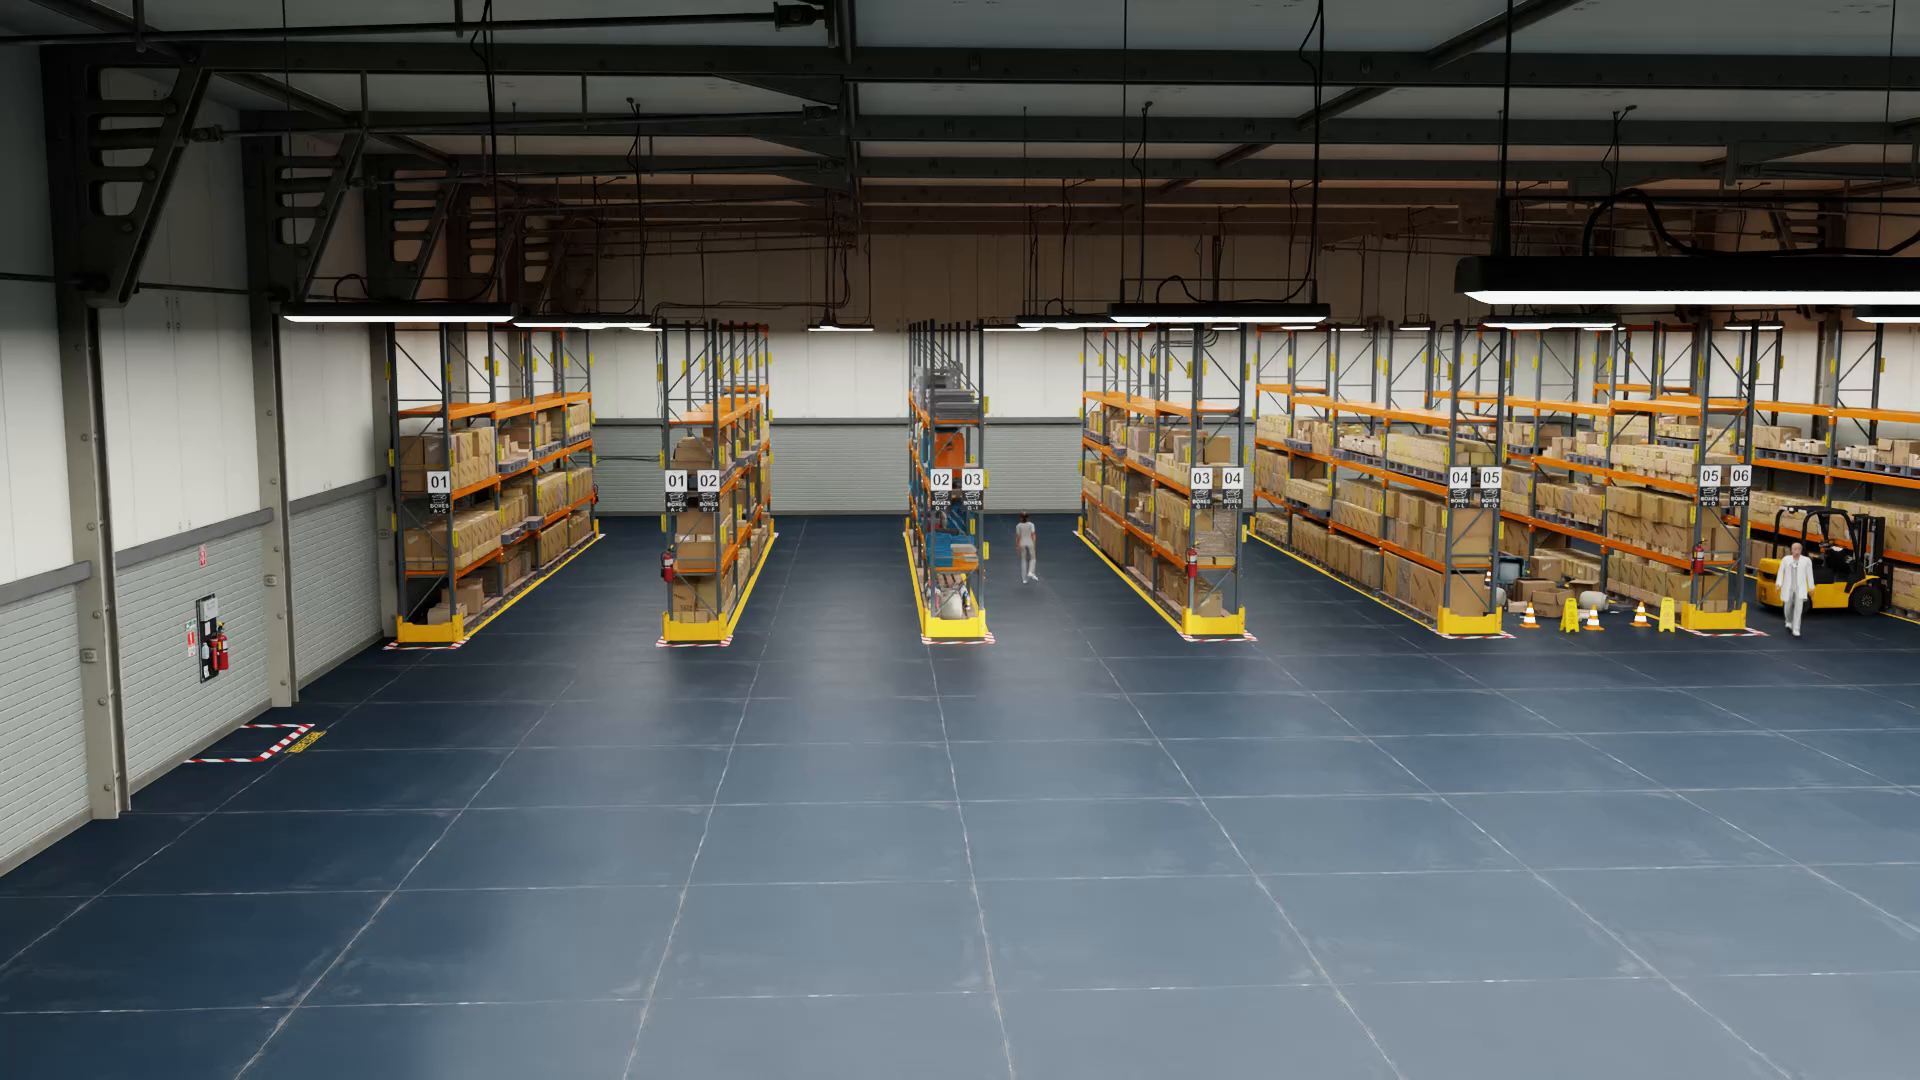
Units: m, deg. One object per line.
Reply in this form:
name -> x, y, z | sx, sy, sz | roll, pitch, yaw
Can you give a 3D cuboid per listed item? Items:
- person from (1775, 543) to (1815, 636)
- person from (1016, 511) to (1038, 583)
person -> 15.981, 0.921, 31.818 | 0.674, 1.741, 1.043 | 4, 8, 28
person -> 1.545, 0.165, 38.319 | 0.519, 1.668, 0.479 | 0, 7, -3
